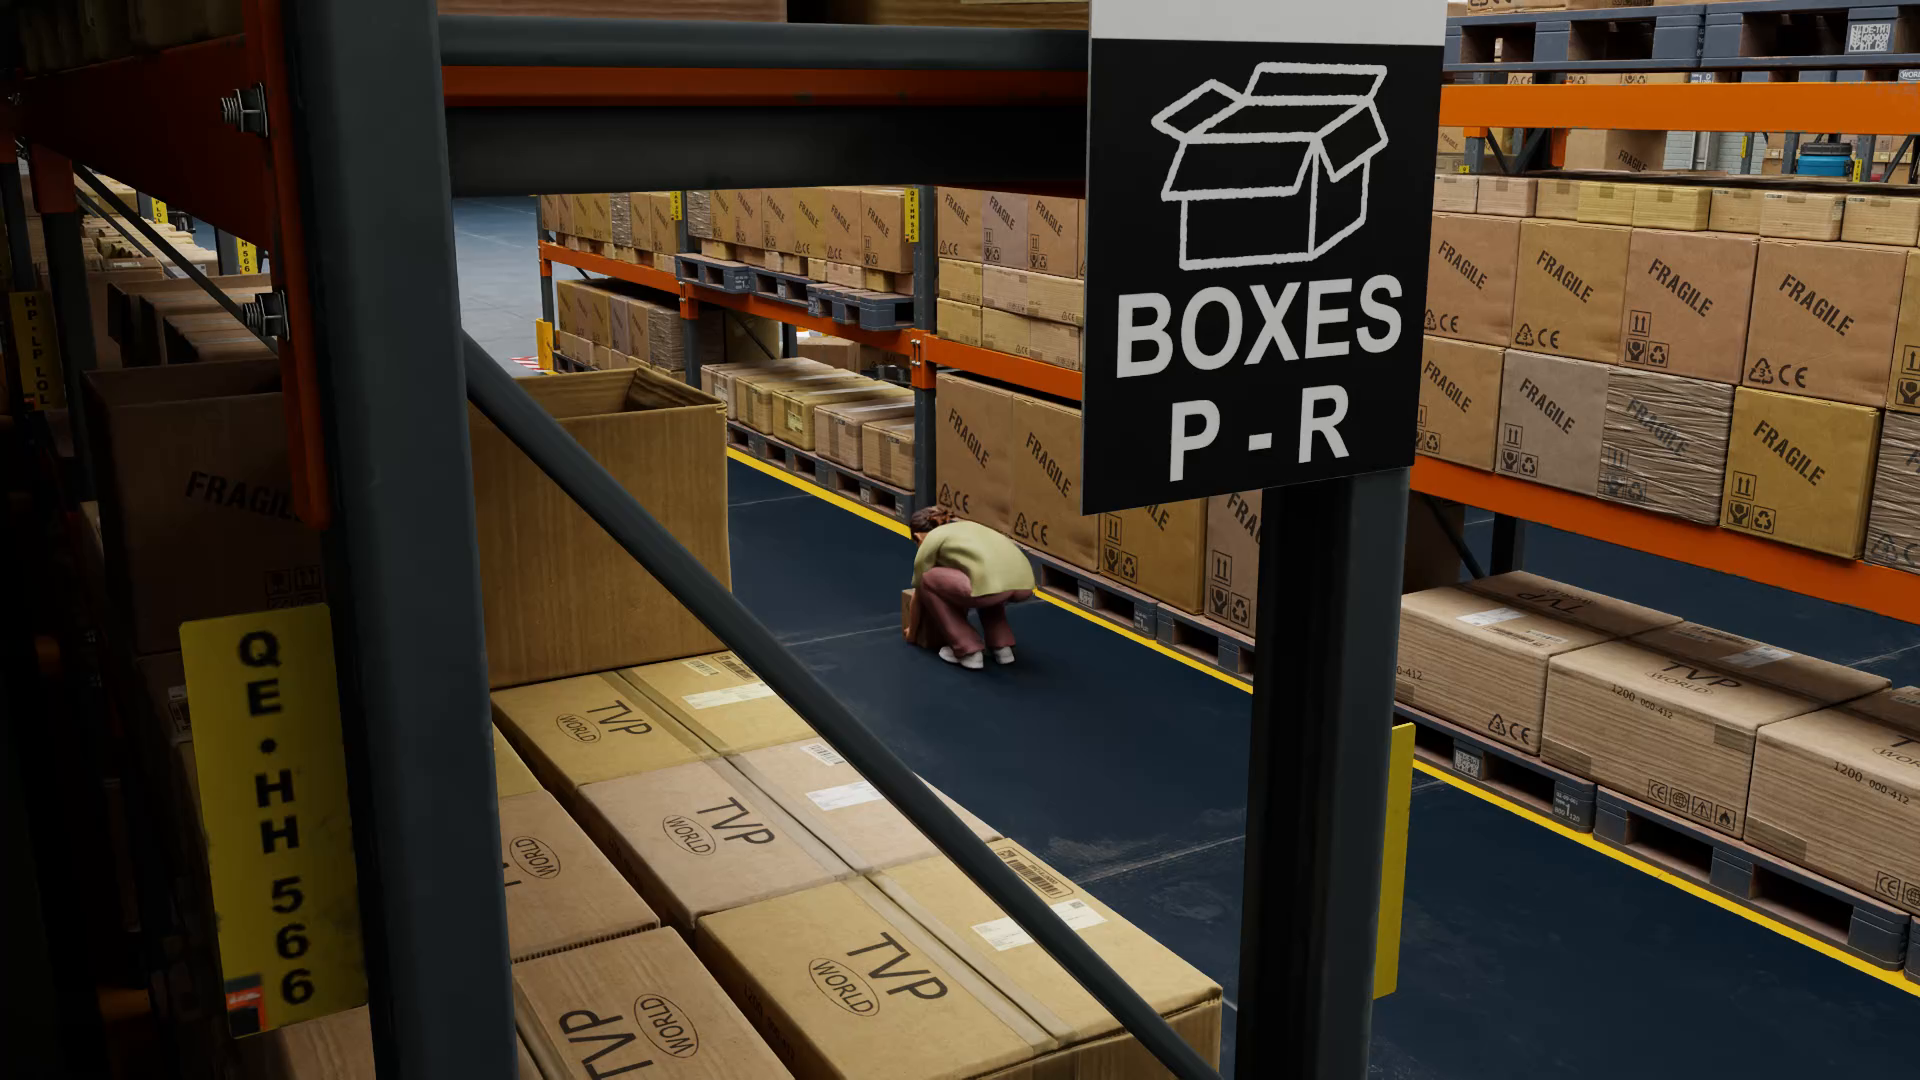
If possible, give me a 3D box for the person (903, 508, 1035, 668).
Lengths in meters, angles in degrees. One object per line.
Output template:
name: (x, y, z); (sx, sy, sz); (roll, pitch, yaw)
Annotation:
person: (0.030, 0.243, 8.410); (0.449, 0.768, 0.855); (-9, 17, -31)
